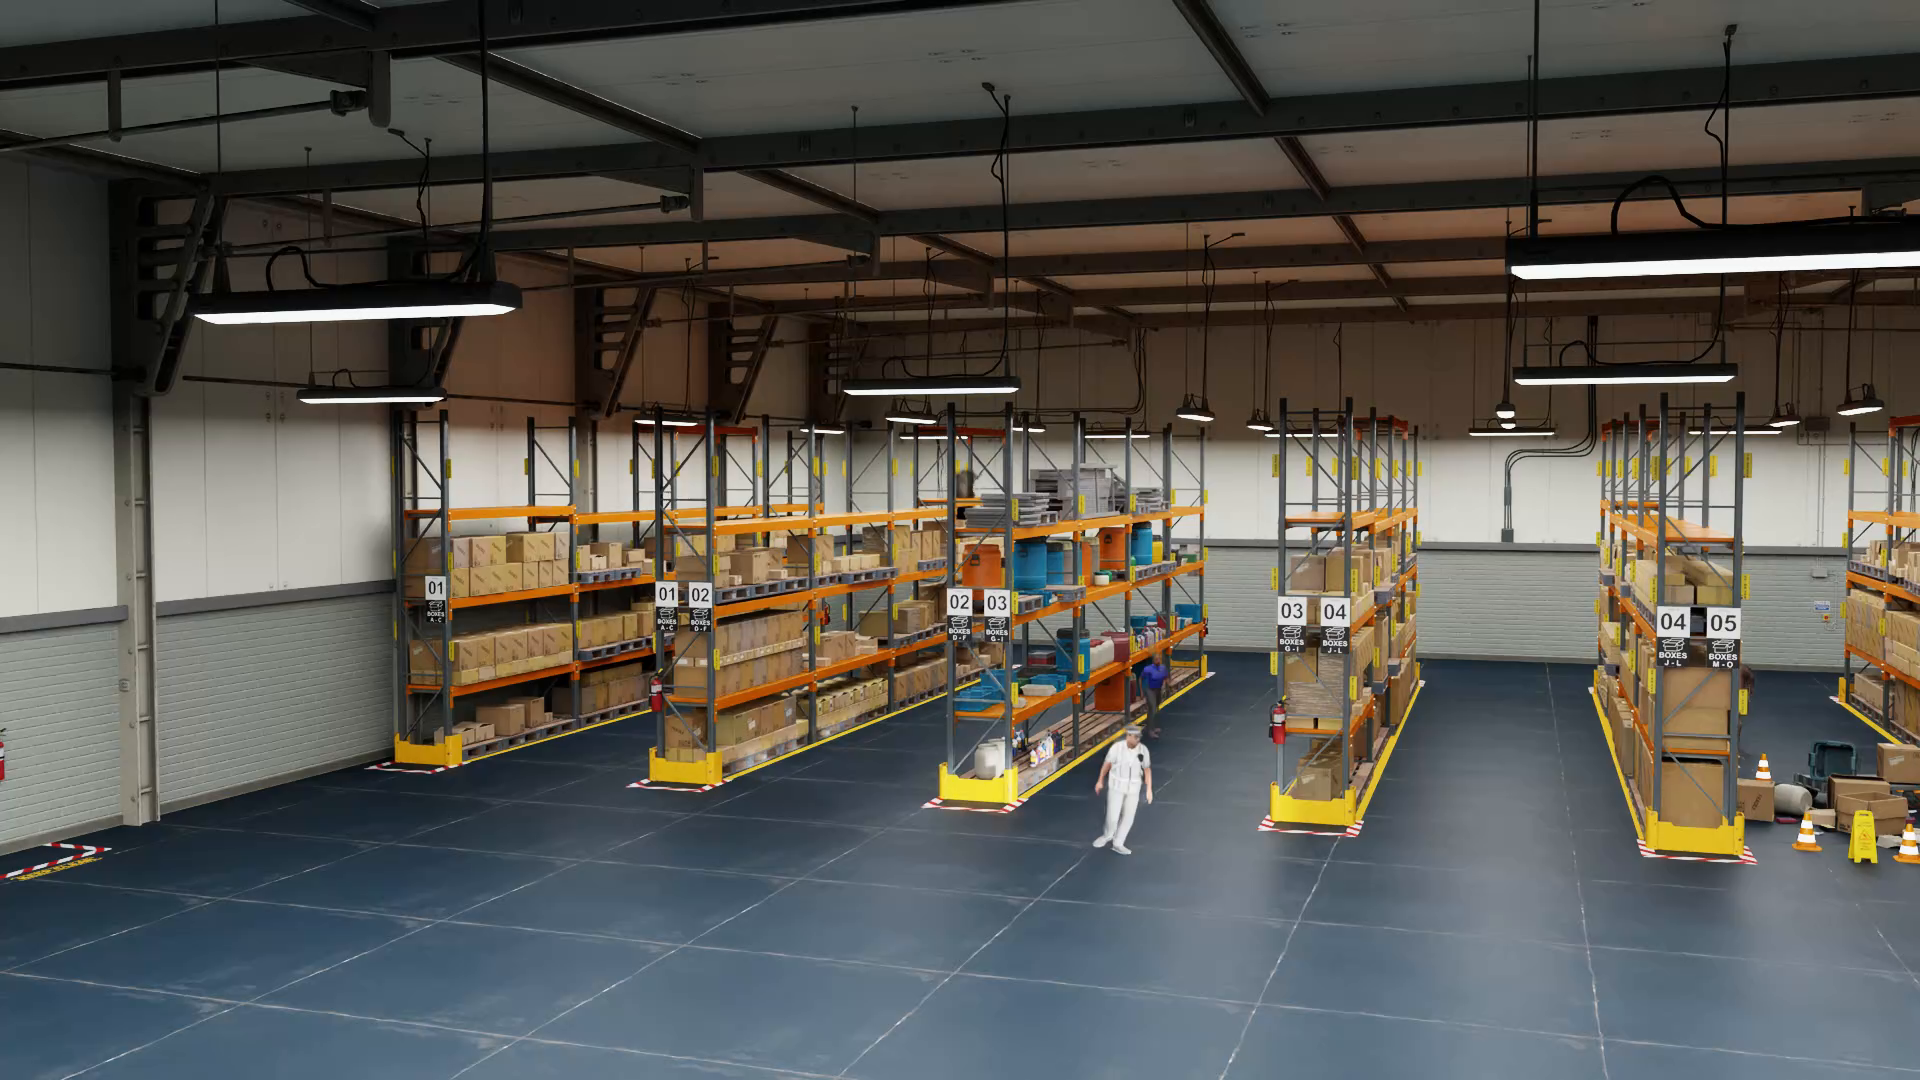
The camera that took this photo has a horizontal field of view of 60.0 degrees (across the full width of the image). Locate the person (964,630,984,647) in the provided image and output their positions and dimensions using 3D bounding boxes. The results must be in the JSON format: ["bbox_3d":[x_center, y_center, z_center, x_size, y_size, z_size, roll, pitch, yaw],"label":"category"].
[{"bbox_3d":[0.403,2.185,44.960,0.667,1.809,0.798,-2,3,-43],"label":"person"}]

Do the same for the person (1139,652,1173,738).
[{"bbox_3d":[3.668,2.886,31.153,0.661,1.583,0.822,-2,3,-35],"label":"person"}]

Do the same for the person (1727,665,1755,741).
[{"bbox_3d":[14.210,2.914,30.496,0.729,1.592,0.955,0,2,9],"label":"person"}]

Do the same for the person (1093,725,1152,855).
[{"bbox_3d":[2.111,3.229,21.567,0.708,1.717,0.579,-1,2,-12],"label":"person"}]
